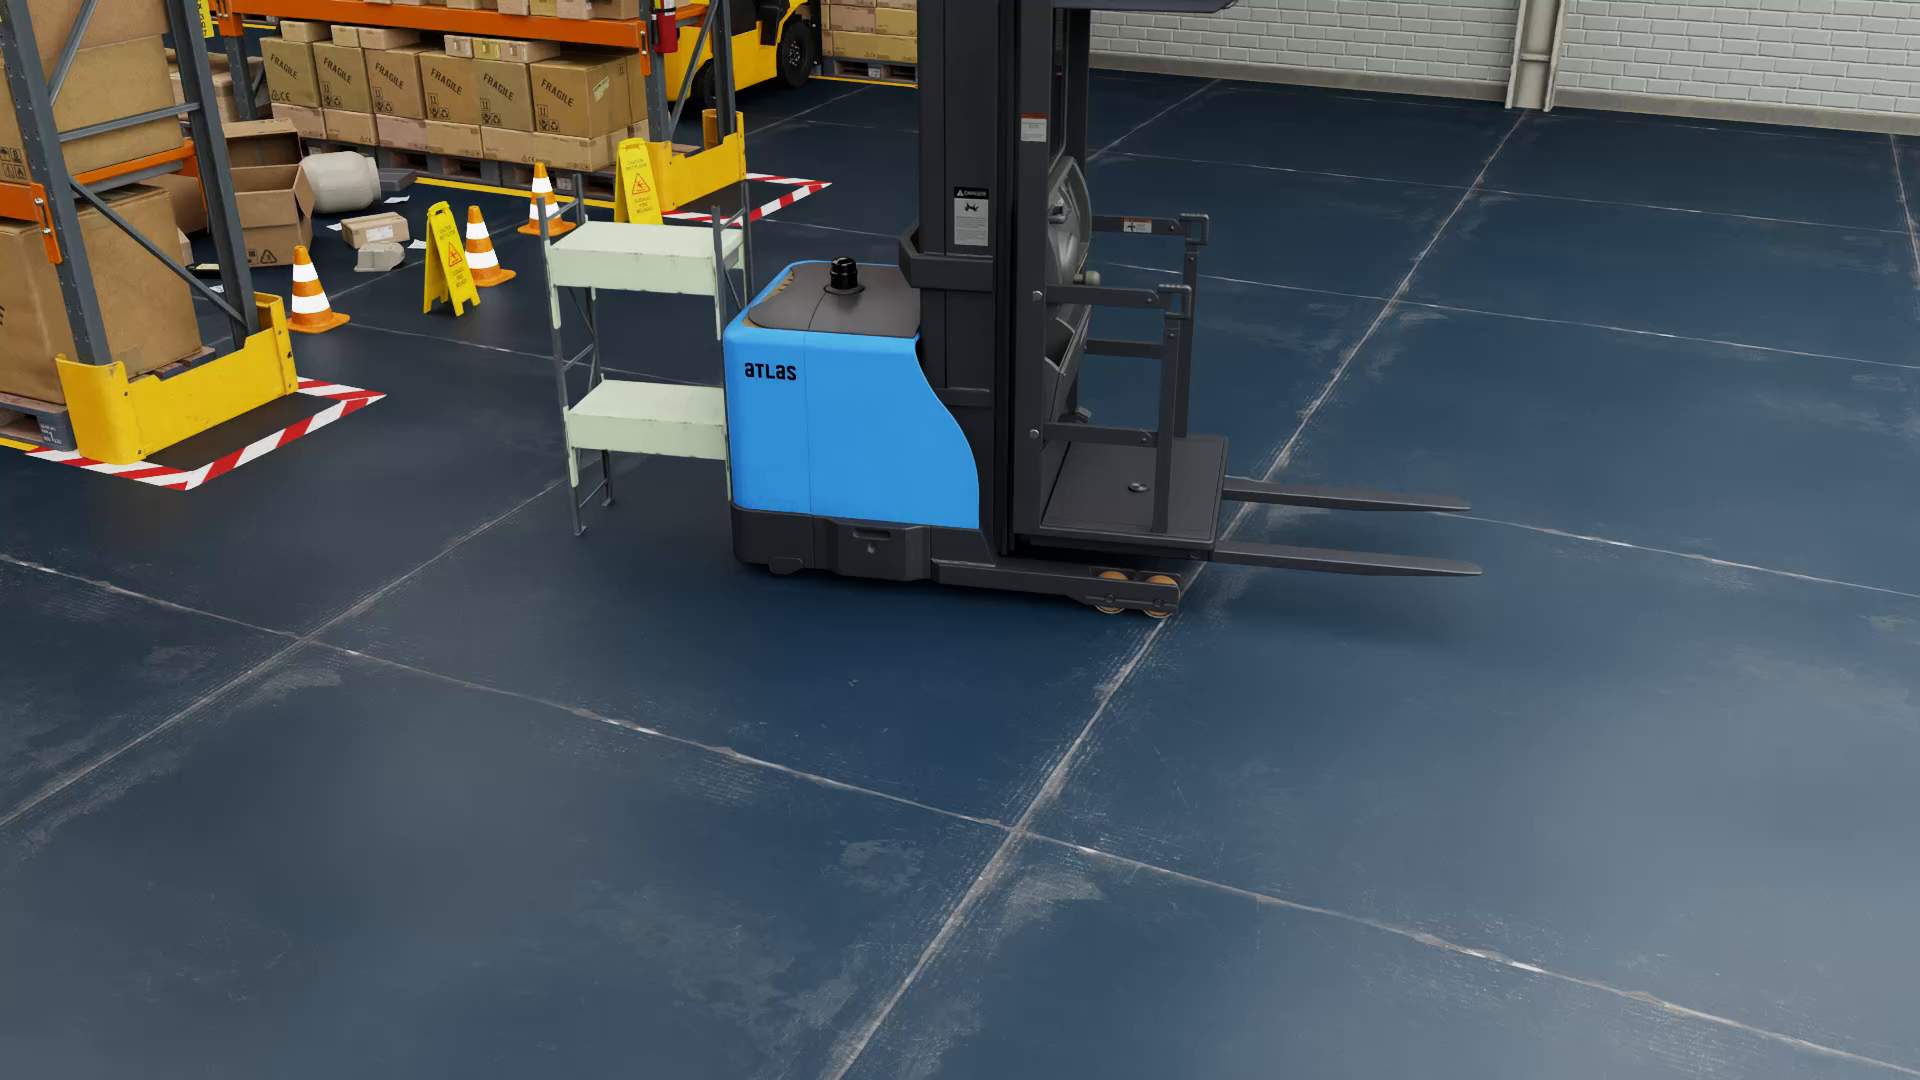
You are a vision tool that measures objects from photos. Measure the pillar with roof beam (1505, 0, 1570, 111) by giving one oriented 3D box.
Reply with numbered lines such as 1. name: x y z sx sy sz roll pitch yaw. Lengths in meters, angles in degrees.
1. pillar with roof beam: 3.492 -6.324 9.907 0.400 9.000 9.100 11 28 22

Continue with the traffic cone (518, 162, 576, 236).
1. traffic cone: -2.904 -2.396 11.593 0.334 0.463 0.336 11 28 22

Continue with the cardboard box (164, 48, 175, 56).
1. cardboard box: -7.387 -4.066 14.613 0.625 0.372 0.950 12 29 23

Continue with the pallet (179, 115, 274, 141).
1. pallet: -6.329 -3.596 14.315 1.213 0.211 1.003 11 28 22

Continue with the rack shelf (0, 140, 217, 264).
1. rack shelf: -5.756 -2.008 8.748 4.000 0.370 1.077 11 28 22

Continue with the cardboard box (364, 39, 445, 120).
1. cardboard box: -4.231 -3.592 12.938 0.500 0.500 0.500 13 29 24

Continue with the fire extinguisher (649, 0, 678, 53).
1. fire extinguisher: -2.065 -3.733 11.524 0.183 0.674 0.296 11 28 22

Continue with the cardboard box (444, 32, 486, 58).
1. cardboard box: -3.644 -3.734 12.493 0.250 0.149 0.380 13 29 24

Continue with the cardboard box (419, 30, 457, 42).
1. cardboard box: -4.041 -3.811 13.384 0.500 0.500 0.500 13 29 24

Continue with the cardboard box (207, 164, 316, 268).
1. cardboard box: -4.625 -2.157 11.062 0.637 0.503 0.797 -7 27 -14

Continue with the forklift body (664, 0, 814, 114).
1. forklift body: -2.408 -5.203 15.383 1.214 2.155 2.313 11 28 22

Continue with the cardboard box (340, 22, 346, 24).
1. cardboard box: -4.970 -3.996 13.760 0.500 0.500 0.500 11 28 21

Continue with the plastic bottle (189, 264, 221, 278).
1. plastic bottle: -4.834 -1.731 10.696 0.283 0.061 0.133 2 26 4

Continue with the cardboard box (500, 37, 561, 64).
1. cardboard box: -3.177 -3.638 12.298 0.250 0.149 0.380 12 29 23

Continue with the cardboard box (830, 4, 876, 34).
1. cardboard box: -0.951 -5.209 16.506 0.500 0.250 0.500 11 28 21

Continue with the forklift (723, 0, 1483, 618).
1. forklift: 0.618 -1.260 6.491 3.031 2.935 1.130 5 27 10

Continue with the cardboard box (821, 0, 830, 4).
1. cardboard box: -1.406 -5.512 16.555 0.500 0.250 0.500 12 29 22

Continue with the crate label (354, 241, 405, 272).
1. crate label: -3.795 -1.860 10.873 0.298 0.136 0.250 -2 26 -5

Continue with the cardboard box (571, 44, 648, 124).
1. cardboard box: -2.620 -3.528 12.809 0.500 0.500 0.500 10 28 20

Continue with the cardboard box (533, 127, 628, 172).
1. cardboard box: -2.847 -2.973 12.530 0.500 0.250 0.500 11 28 22

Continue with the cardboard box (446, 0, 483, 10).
1. cardboard box: -3.600 -4.050 12.364 0.250 0.149 0.380 11 28 21

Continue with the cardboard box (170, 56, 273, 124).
1. cardboard box: -6.098 -3.810 14.092 0.625 0.372 0.950 12 29 22

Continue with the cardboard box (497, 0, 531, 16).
1. cardboard box: -3.155 -3.936 12.133 0.250 0.149 0.380 12 29 23

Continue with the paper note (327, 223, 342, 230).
1. paper note: -4.374 -2.225 11.748 0.142 0.019 0.148 23 35 39

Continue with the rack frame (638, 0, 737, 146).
1. rack frame: -1.978 -3.974 11.926 0.127 3.000 1.000 11 28 22

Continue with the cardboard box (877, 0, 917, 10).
1. cardboard box: -0.475 -5.333 16.191 0.500 0.250 0.500 12 29 24

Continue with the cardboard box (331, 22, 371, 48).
1. cardboard box: -4.637 -3.931 12.893 0.250 0.149 0.380 13 29 24

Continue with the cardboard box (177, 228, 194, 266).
1. cardboard box: -5.249 -1.896 10.801 0.258 0.266 0.396 17 31 31

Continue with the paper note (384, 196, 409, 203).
1. paper note: -4.187 -2.535 12.365 0.148 0.019 0.142 2 26 4

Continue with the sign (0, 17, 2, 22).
1. sign: -4.172 -2.375 7.100 0.005 0.325 0.100 11 28 22

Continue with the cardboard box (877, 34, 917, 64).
1. cardboard box: -0.485 -4.884 16.412 0.500 0.250 0.500 12 28 22

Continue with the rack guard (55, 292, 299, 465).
1. rack guard: -3.913 -0.840 8.389 0.348 0.500 1.175 11 28 22

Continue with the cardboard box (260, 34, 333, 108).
1. cardboard box: -5.194 -3.780 13.321 0.500 0.500 0.500 13 29 24

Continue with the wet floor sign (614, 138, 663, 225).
1. wet floor sign: -2.248 -2.453 11.502 0.232 0.644 0.267 23 35 39

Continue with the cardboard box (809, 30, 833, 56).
1. cardboard box: -1.386 -5.074 16.798 0.500 0.250 0.500 12 29 22

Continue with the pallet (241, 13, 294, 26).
1. pallet: -7.873 -6.334 19.876 1.213 0.211 1.003 11 28 22

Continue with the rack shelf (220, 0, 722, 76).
1. rack shelf: -3.799 -4.017 12.828 4.000 0.370 1.077 11 28 22

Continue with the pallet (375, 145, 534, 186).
1. pallet: -3.879 -3.123 13.355 1.213 0.211 1.003 11 28 22

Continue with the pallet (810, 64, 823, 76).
1. pallet: -1.747 -5.066 17.301 1.213 0.211 1.003 11 28 22

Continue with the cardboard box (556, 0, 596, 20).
1. cardboard box: -2.684 -3.846 11.949 0.250 0.149 0.380 11 28 21

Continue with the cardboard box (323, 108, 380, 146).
1. cardboard box: -4.703 -3.351 13.297 0.500 0.250 0.500 13 29 25

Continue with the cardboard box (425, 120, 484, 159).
1. cardboard box: -3.772 -3.160 12.910 0.500 0.250 0.500 10 28 20

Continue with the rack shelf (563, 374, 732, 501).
1. rack shelf: -1.281 -0.452 7.207 0.720 0.370 0.431 5 27 10

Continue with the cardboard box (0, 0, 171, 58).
1. cardboard box: -4.257 -2.601 7.744 0.550 0.550 0.875 11 28 22

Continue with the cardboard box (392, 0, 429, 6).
1. cardboard box: -4.064 -4.134 12.535 0.250 0.149 0.380 11 28 22

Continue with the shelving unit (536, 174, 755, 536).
1. shelving unit: -1.281 -0.744 7.063 0.755 1.500 0.431 5 27 10

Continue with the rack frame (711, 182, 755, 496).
1. rack frame: -0.922 -0.712 6.999 0.023 1.500 0.400 5 27 10

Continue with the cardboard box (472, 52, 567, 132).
1. cardboard box: -3.292 -3.401 12.551 0.500 0.500 0.500 12 29 24

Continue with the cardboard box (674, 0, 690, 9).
1. cardboard box: -2.202 -4.007 12.277 0.250 0.149 0.380 11 28 22
